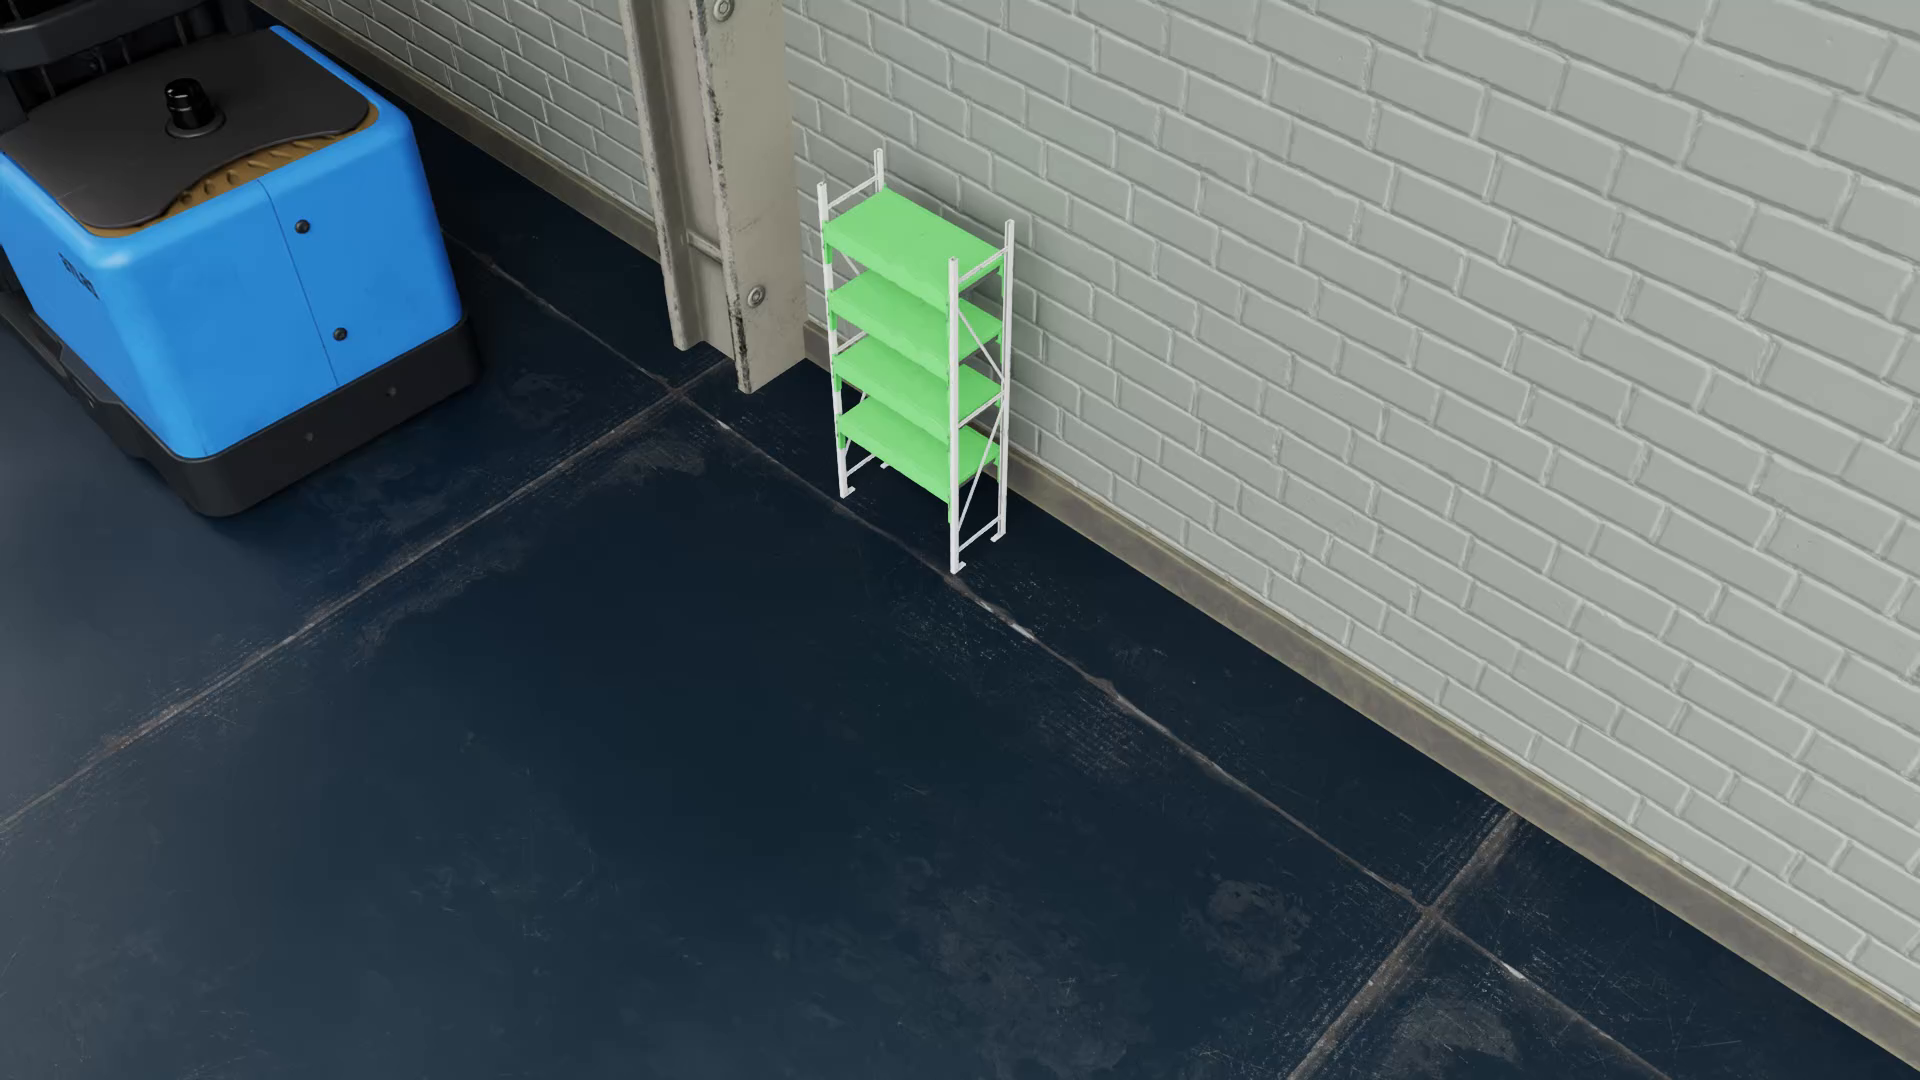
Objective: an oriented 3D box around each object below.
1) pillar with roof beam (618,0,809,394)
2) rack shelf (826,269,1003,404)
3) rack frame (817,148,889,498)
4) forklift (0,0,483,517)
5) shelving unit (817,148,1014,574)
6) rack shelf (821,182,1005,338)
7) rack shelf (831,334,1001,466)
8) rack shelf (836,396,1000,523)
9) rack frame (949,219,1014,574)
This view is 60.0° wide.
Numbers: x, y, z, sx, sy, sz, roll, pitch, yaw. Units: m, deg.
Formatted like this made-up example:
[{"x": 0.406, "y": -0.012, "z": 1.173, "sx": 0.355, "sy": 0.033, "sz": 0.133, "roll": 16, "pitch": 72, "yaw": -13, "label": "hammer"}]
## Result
[{"x": -3.689, "y": -1.453, "z": 0.442, "sx": 0.400, "sy": 9.000, "sz": 9.100, "roll": 34, "pitch": 55, "yaw": 28, "label": "pillar with roof beam"}, {"x": -0.122, "y": -0.613, "z": 4.761, "sx": 0.480, "sy": 0.148, "sz": 0.258, "roll": 34, "pitch": 55, "yaw": 28, "label": "rack shelf"}, {"x": -0.301, "y": -0.613, "z": 5.003, "sx": 0.015, "sy": 1.200, "sz": 0.240, "roll": 34, "pitch": 55, "yaw": 28, "label": "rack frame"}, {"x": -3.036, "y": -2.042, "z": 5.157, "sx": 3.031, "sy": 2.935, "sz": 1.130, "roll": 36, "pitch": 56, "yaw": 29, "label": "forklift"}, {"x": -0.122, "y": -0.493, "z": 4.889, "sx": 0.503, "sy": 1.200, "sz": 0.258, "roll": 34, "pitch": 55, "yaw": 28, "label": "shelving unit"}, {"x": -0.122, "y": -0.777, "z": 4.586, "sx": 0.480, "sy": 0.148, "sz": 0.258, "roll": 34, "pitch": 55, "yaw": 28, "label": "rack shelf"}, {"x": -0.122, "y": -0.449, "z": 4.936, "sx": 0.480, "sy": 0.148, "sz": 0.258, "roll": 34, "pitch": 55, "yaw": 28, "label": "rack shelf"}, {"x": -0.122, "y": -0.285, "z": 5.111, "sx": 0.480, "sy": 0.148, "sz": 0.258, "roll": 34, "pitch": 55, "yaw": 28, "label": "rack shelf"}, {"x": 0.058, "y": -0.372, "z": 4.776, "sx": 0.015, "sy": 1.200, "sz": 0.240, "roll": 34, "pitch": 55, "yaw": 28, "label": "rack frame"}]
